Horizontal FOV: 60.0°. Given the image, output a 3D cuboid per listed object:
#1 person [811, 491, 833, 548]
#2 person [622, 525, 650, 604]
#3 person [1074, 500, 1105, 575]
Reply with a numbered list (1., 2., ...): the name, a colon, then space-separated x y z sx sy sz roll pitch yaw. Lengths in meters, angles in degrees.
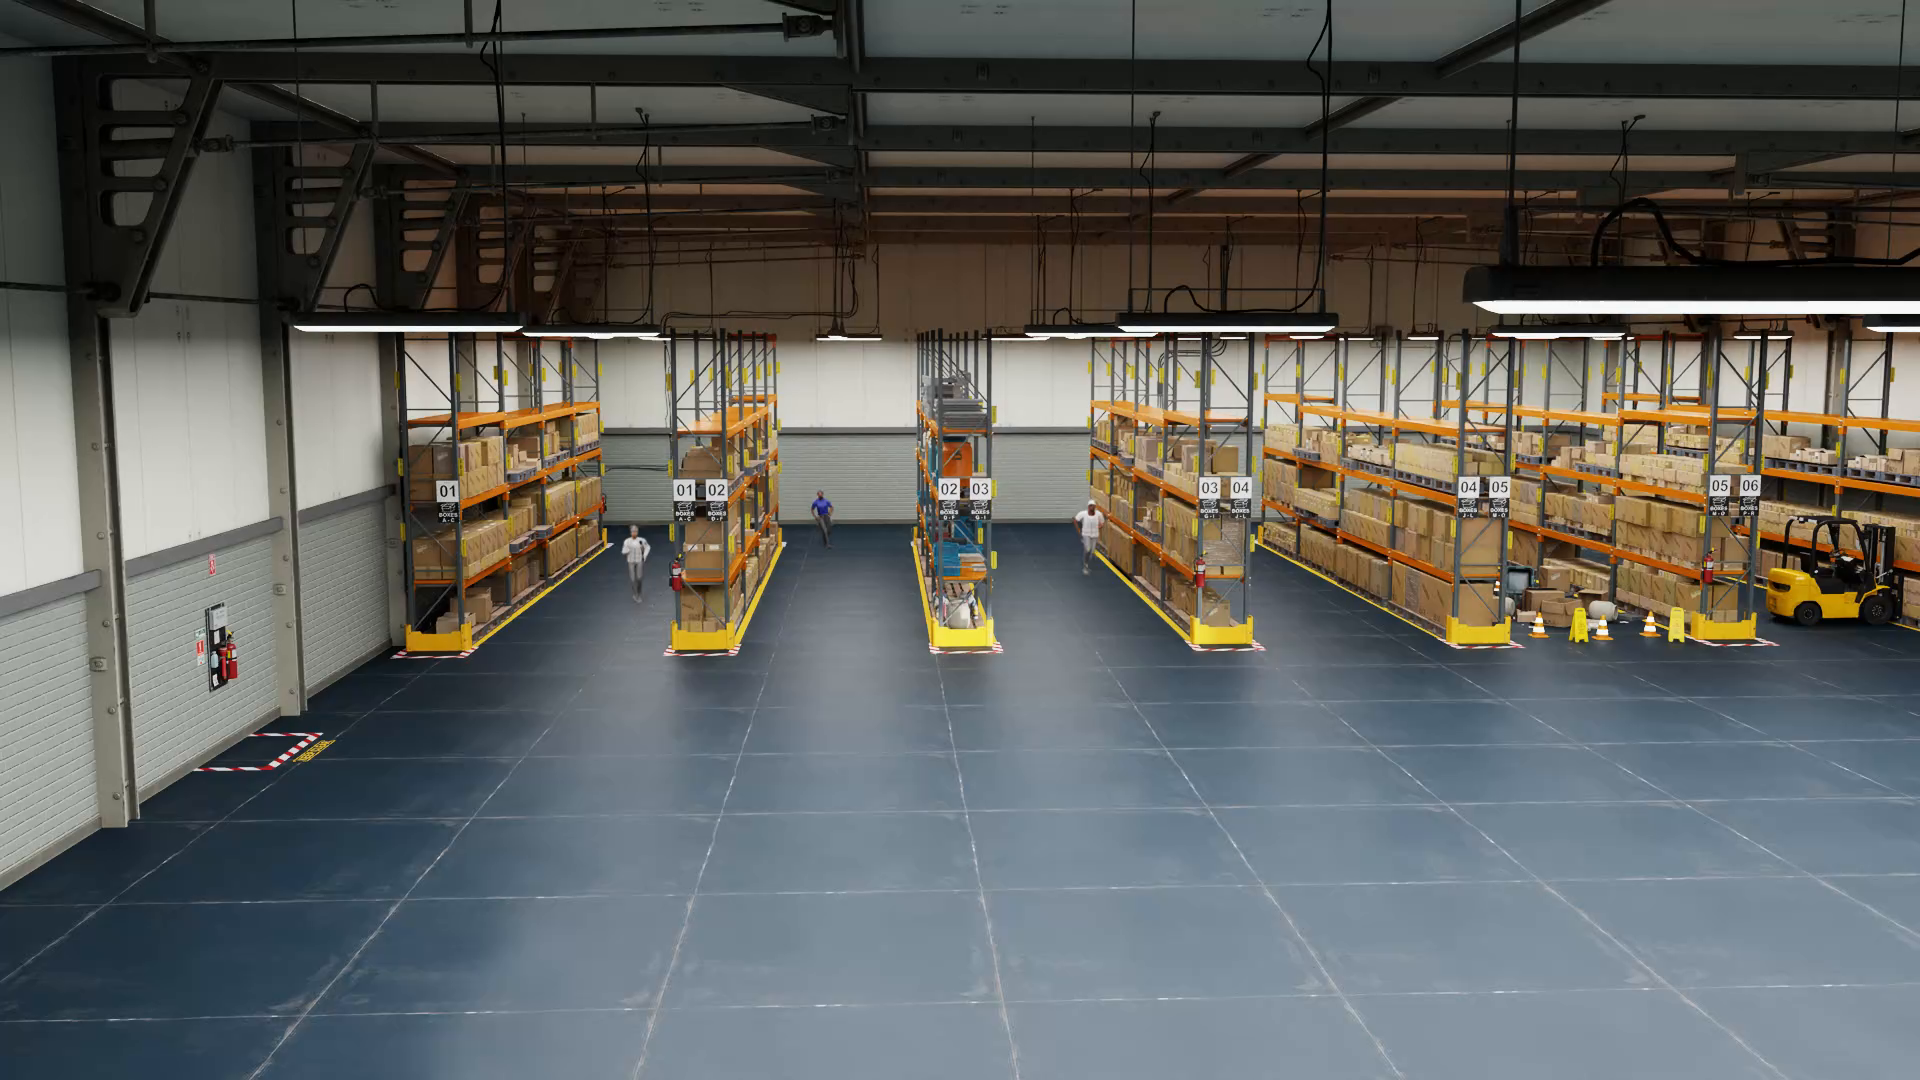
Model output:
1. person: -3.872 -0.589 46.825 0.637 1.611 0.686 -2 7 -15
2. person: -7.203 0.497 36.910 0.594 1.667 0.712 -1 7 -6
3. person: 3.102 -0.061 39.497 0.688 1.789 0.697 -1 7 -10
